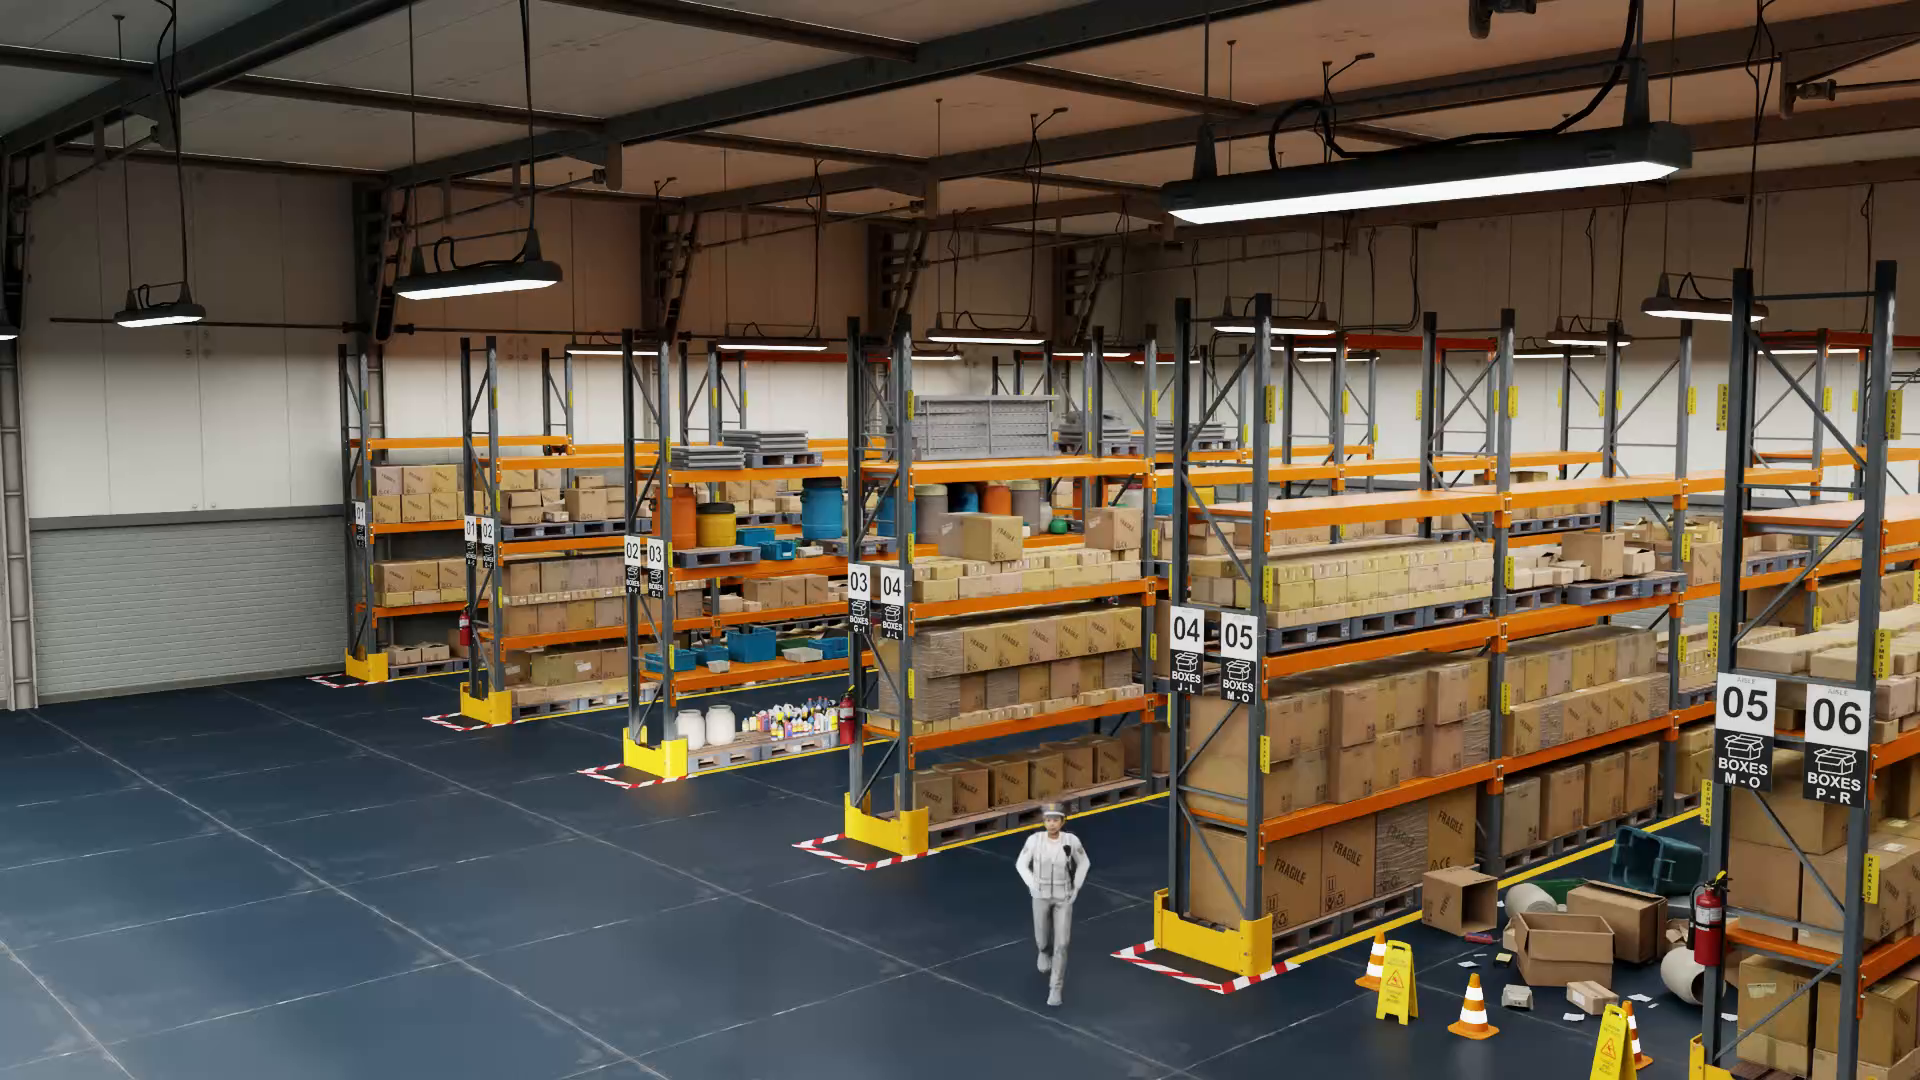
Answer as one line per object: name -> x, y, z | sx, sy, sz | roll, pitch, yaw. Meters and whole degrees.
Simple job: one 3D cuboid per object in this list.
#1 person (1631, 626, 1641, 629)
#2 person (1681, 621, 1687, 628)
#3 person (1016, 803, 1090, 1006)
person -> 9.804, 2.123, 24.092 | 0.980, 1.789, 0.692 | -4, 7, -40
person -> 10.745, 2.076, 24.863 | 0.673, 1.747, 0.700 | -5, 7, -41
person -> 0.801, 3.061, 14.290 | 0.637, 1.703, 0.733 | 0, 5, -4
